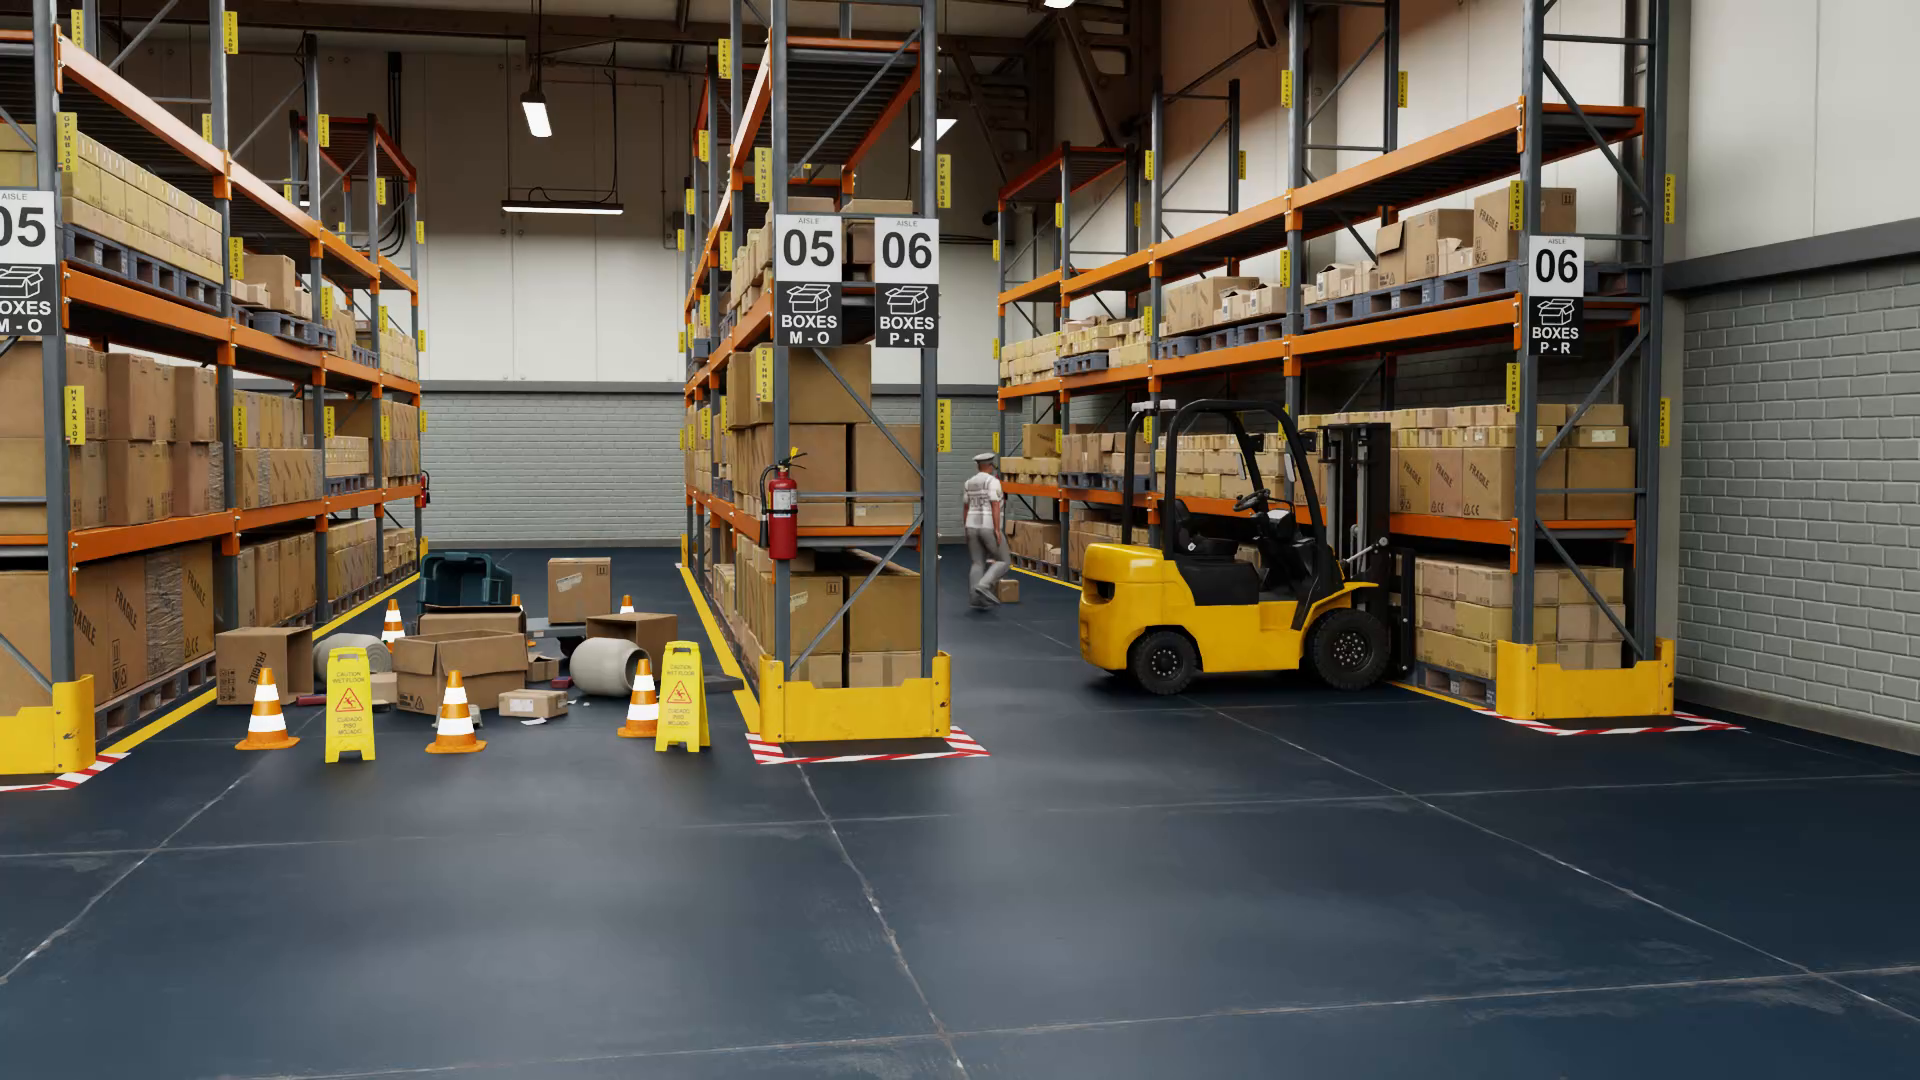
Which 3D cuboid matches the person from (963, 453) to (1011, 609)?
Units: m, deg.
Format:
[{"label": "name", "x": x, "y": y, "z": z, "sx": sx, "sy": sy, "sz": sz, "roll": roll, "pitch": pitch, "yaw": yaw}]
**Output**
[{"label": "person", "x": 0.251, "y": -0.101, "z": 18.614, "sx": 0.593, "sy": 1.755, "sz": 0.526, "roll": 3, "pitch": 4, "yaw": 40}]
